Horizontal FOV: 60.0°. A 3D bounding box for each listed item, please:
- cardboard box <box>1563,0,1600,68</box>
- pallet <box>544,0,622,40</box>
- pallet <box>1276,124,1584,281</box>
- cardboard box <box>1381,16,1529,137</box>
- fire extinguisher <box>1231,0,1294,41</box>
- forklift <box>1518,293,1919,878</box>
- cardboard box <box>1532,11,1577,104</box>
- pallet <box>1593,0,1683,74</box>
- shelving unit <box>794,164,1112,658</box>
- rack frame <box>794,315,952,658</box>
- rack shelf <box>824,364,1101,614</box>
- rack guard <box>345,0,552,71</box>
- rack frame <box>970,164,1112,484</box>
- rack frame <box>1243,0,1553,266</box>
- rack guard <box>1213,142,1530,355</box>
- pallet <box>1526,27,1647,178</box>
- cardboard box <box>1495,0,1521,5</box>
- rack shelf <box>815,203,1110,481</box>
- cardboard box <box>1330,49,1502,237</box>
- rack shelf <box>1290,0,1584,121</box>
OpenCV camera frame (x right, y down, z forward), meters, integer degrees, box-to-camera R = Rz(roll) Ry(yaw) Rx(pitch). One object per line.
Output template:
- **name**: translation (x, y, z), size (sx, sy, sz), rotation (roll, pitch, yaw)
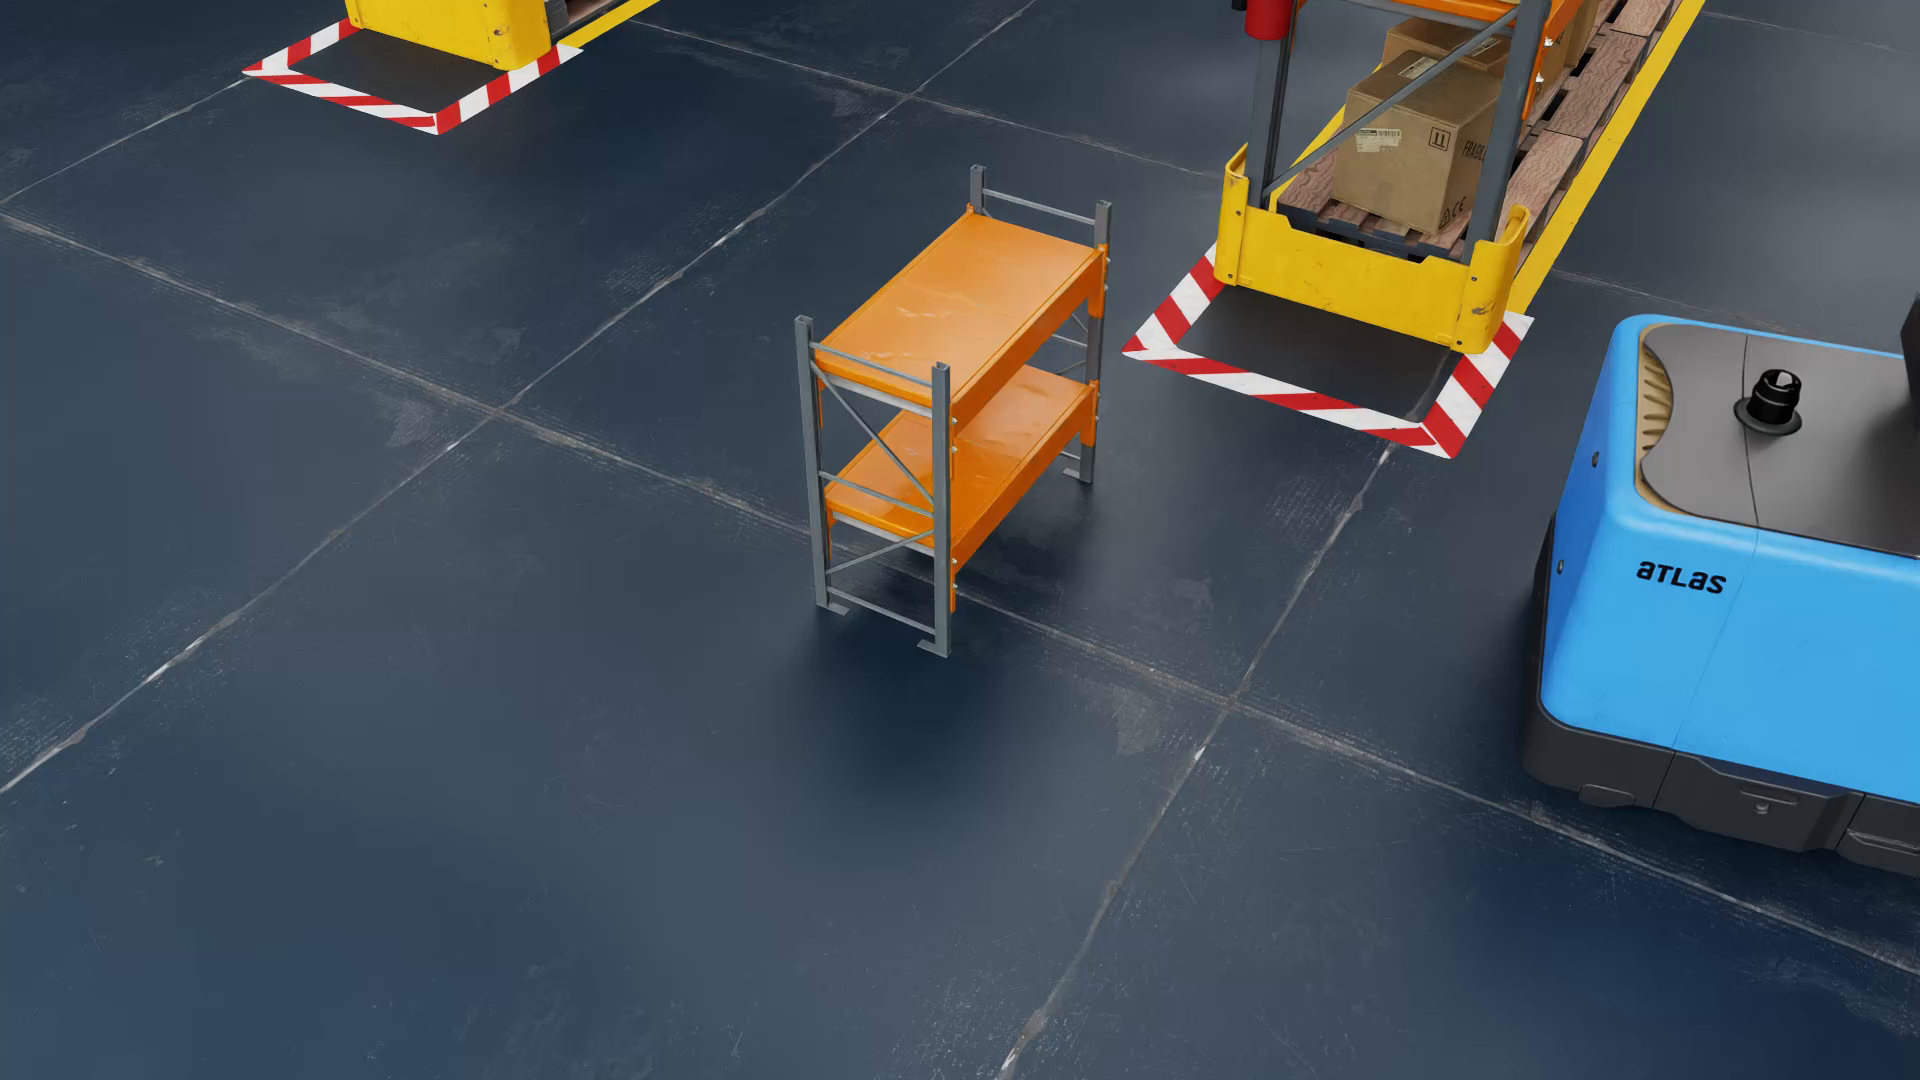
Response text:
- **cardboard box**: translation (2.843, -2.673, 8.089), size (0.500, 0.500, 0.500), rotation (17, 44, 18)
- **pallet**: translation (-2.280, -3.205, 9.230), size (1.003, 0.211, 1.213), rotation (21, 45, 22)
- **pallet**: translation (2.074, -1.542, 7.341), size (1.003, 0.211, 1.213), rotation (21, 45, 22)
- **cardboard box**: translation (2.196, -2.016, 7.344), size (0.500, 0.500, 0.500), rotation (-33, 51, -32)
- **fire extinguisher**: translation (1.143, -2.150, 5.980), size (0.296, 0.674, 0.183), rotation (21, 45, 22)
- **forklift**: translation (3.223, -0.374, 3.957), size (3.031, 2.935, 1.130), rotation (12, 43, 13)
- **cardboard box**: translation (2.525, -2.368, 7.743), size (0.500, 0.500, 0.500), rotation (25, 47, 26)
- **pallet**: translation (3.295, -2.938, 8.926), size (1.003, 0.211, 1.213), rotation (21, 45, 22)
- **shelving unit**: translation (0.003, -0.426, 5.383), size (0.538, 1.125, 1.048), rotation (21, 45, 22)
- **rack frame**: translation (-0.251, -0.135, 5.052), size (0.500, 1.125, 0.032), rotation (21, 45, 22)
- **rack shelf**: translation (0.003, -0.243, 5.544), size (0.538, 0.278, 1.000), rotation (21, 45, 22)
- **rack guard**: translation (-2.692, -2.851, 8.609), size (1.175, 0.500, 0.348), rotation (21, 45, 22)
- **rack frame**: translation (0.258, -0.717, 5.713), size (0.500, 1.125, 0.032), rotation (21, 45, 22)
- **rack frame**: translation (1.599, -2.092, 5.856), size (1.000, 3.000, 0.127), rotation (21, 45, 22)
- **rack guard**: translation (1.637, -1.197, 6.731), size (1.175, 0.500, 0.348), rotation (21, 45, 22)
- **pallet**: translation (2.686, -2.237, 8.131), size (1.003, 0.211, 1.213), rotation (21, 45, 22)
- **cardboard box**: translation (1.948, -2.082, 6.034), size (0.380, 0.149, 0.250), rotation (21, 45, 22)
- **rack shelf**: translation (0.003, -0.646, 5.189), size (0.538, 0.278, 1.000), rotation (21, 45, 22)
- **cardboard box**: translation (1.926, -1.663, 6.942), size (0.500, 0.500, 0.500), rotation (30, 49, 29)
- **rack shelf**: translation (2.600, -2.966, 7.393), size (1.077, 0.370, 4.000), rotation (21, 45, 22)
